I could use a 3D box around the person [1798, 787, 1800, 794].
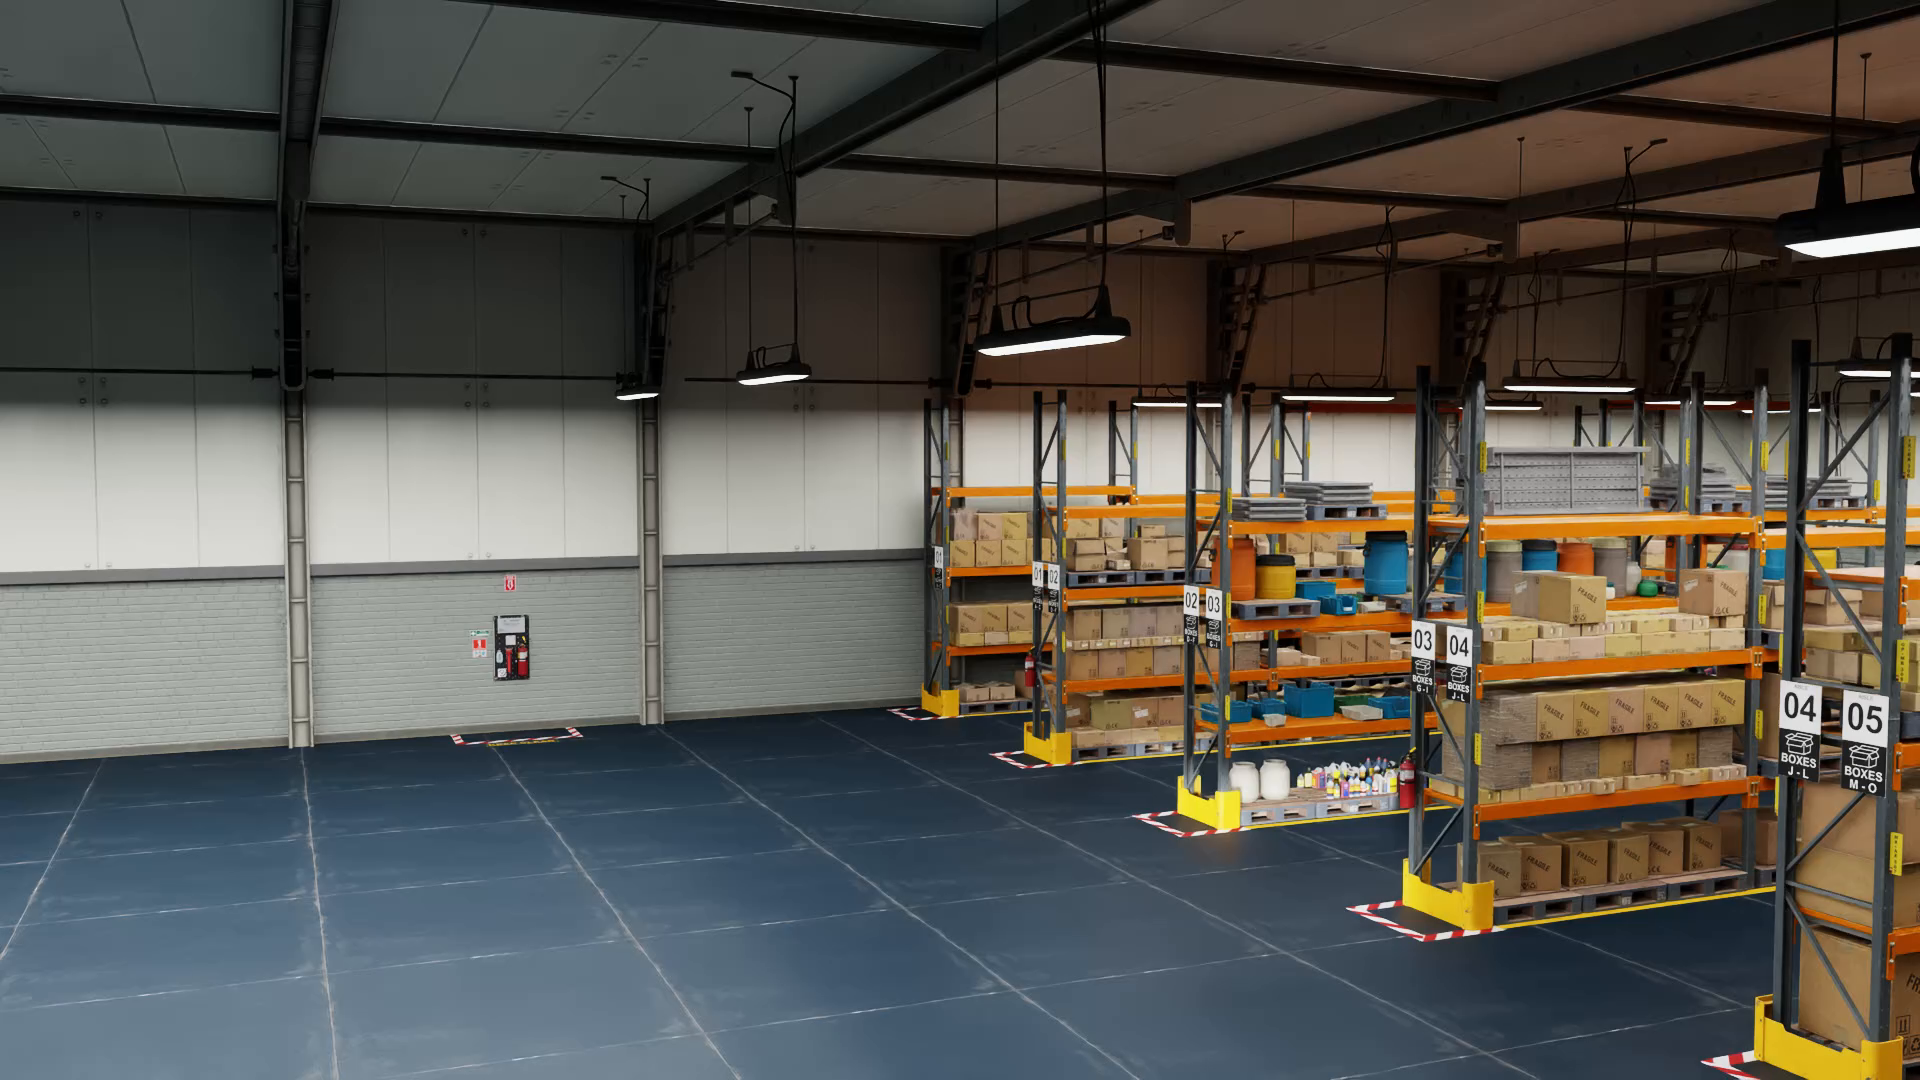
[{"bbox_3d":[11.513,2.924,22.866,1.049,1.723,0.670,-1,3,-14],"label":"person"}]
